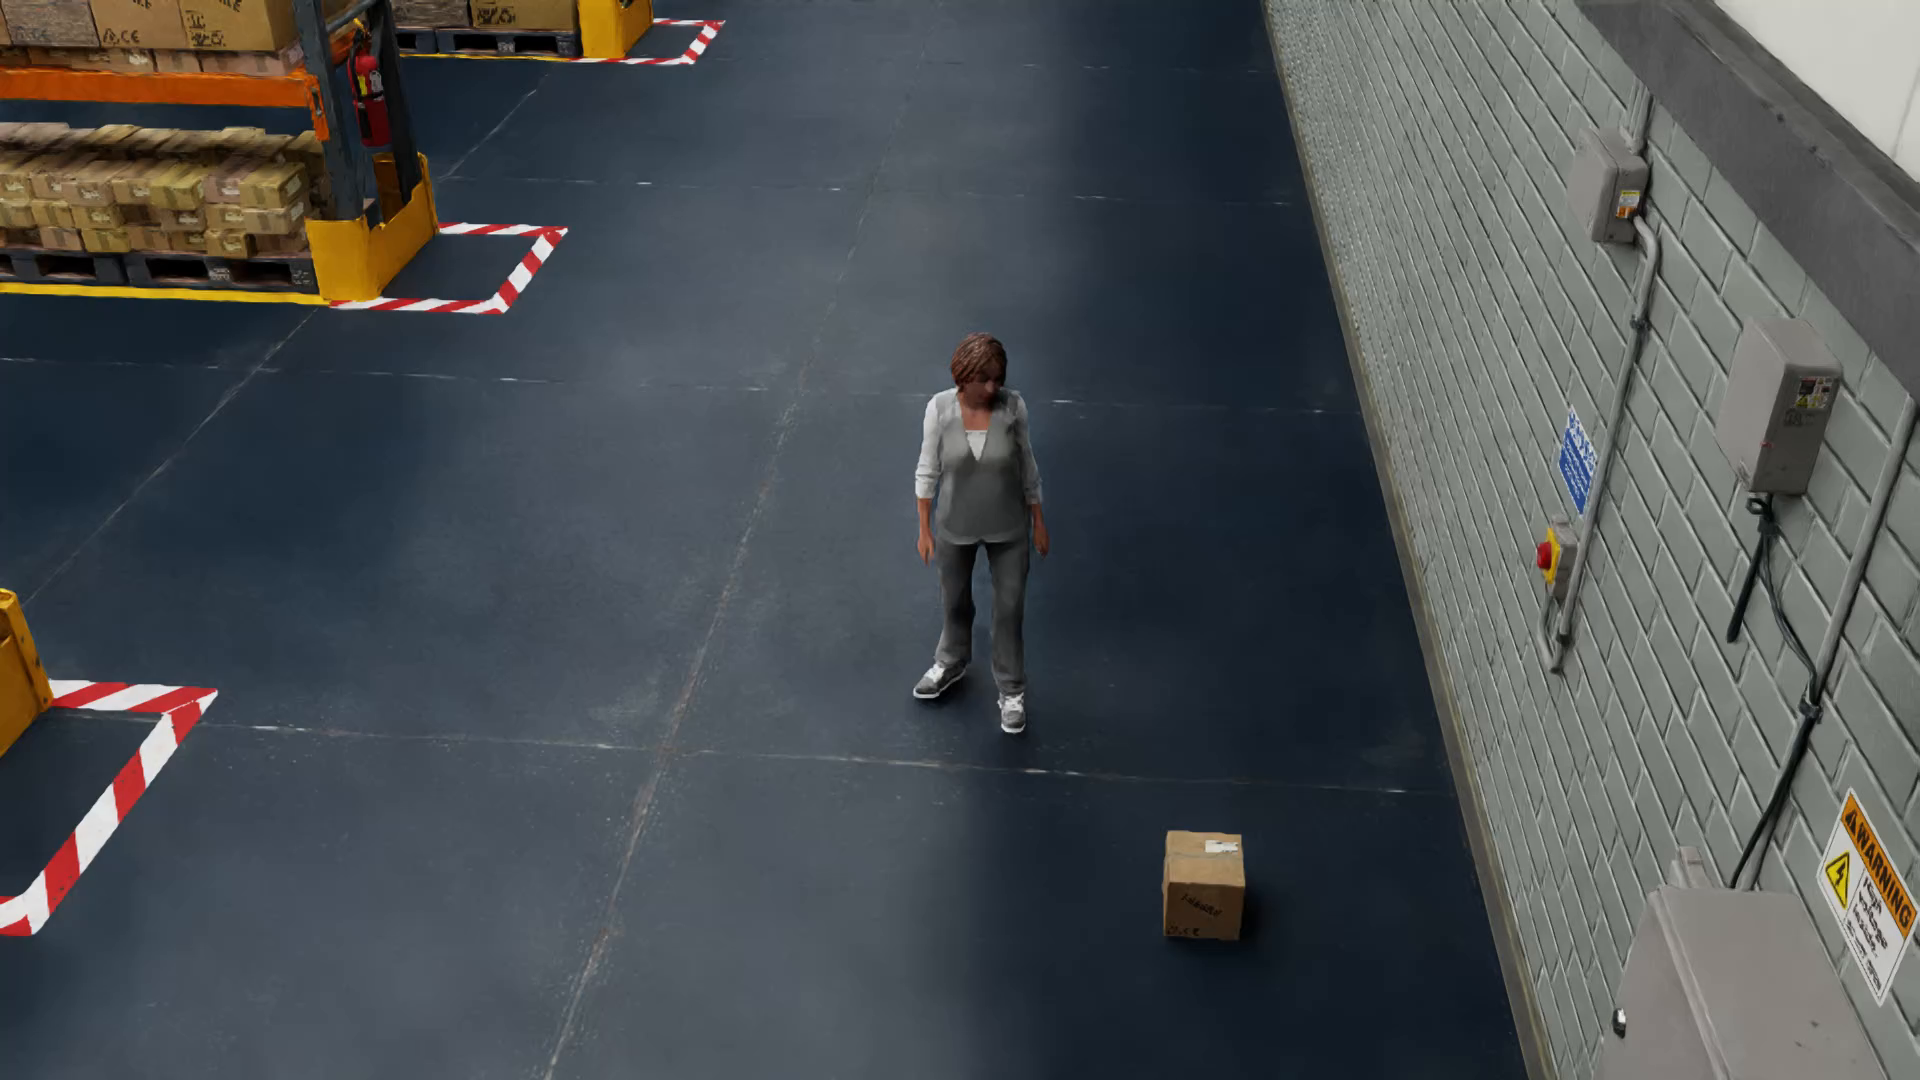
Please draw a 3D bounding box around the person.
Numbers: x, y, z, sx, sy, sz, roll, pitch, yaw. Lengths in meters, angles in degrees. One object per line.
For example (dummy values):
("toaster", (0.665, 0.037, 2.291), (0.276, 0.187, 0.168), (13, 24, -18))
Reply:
("person", (0.072, -0.023, 6.141), (0.519, 1.593, 0.456), (2, 32, 3))
